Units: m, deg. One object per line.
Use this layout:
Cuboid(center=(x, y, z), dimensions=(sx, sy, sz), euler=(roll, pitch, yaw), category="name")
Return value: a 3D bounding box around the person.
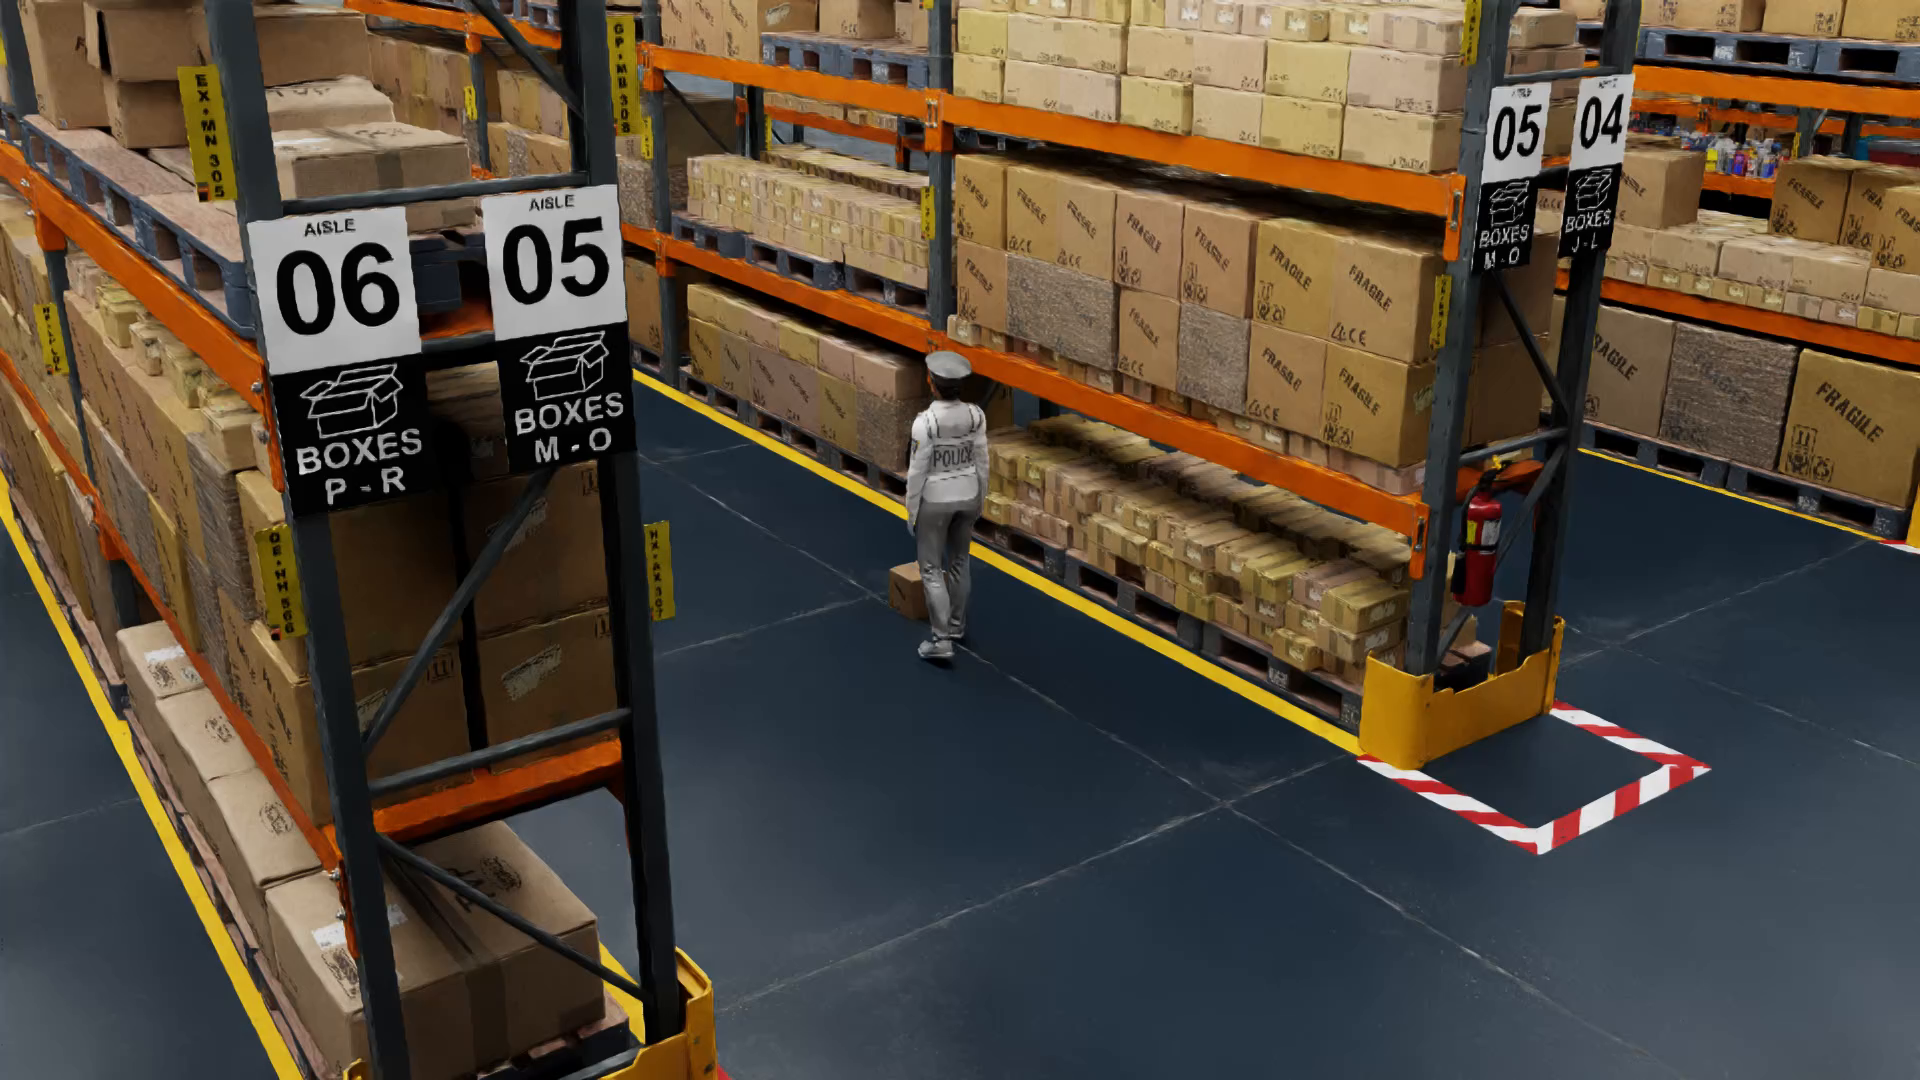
Cuboid(center=(-0.073, -0.201, 9.046), dimensions=(0.503, 1.693, 0.580), euler=(-11, 24, -26), category="person")
